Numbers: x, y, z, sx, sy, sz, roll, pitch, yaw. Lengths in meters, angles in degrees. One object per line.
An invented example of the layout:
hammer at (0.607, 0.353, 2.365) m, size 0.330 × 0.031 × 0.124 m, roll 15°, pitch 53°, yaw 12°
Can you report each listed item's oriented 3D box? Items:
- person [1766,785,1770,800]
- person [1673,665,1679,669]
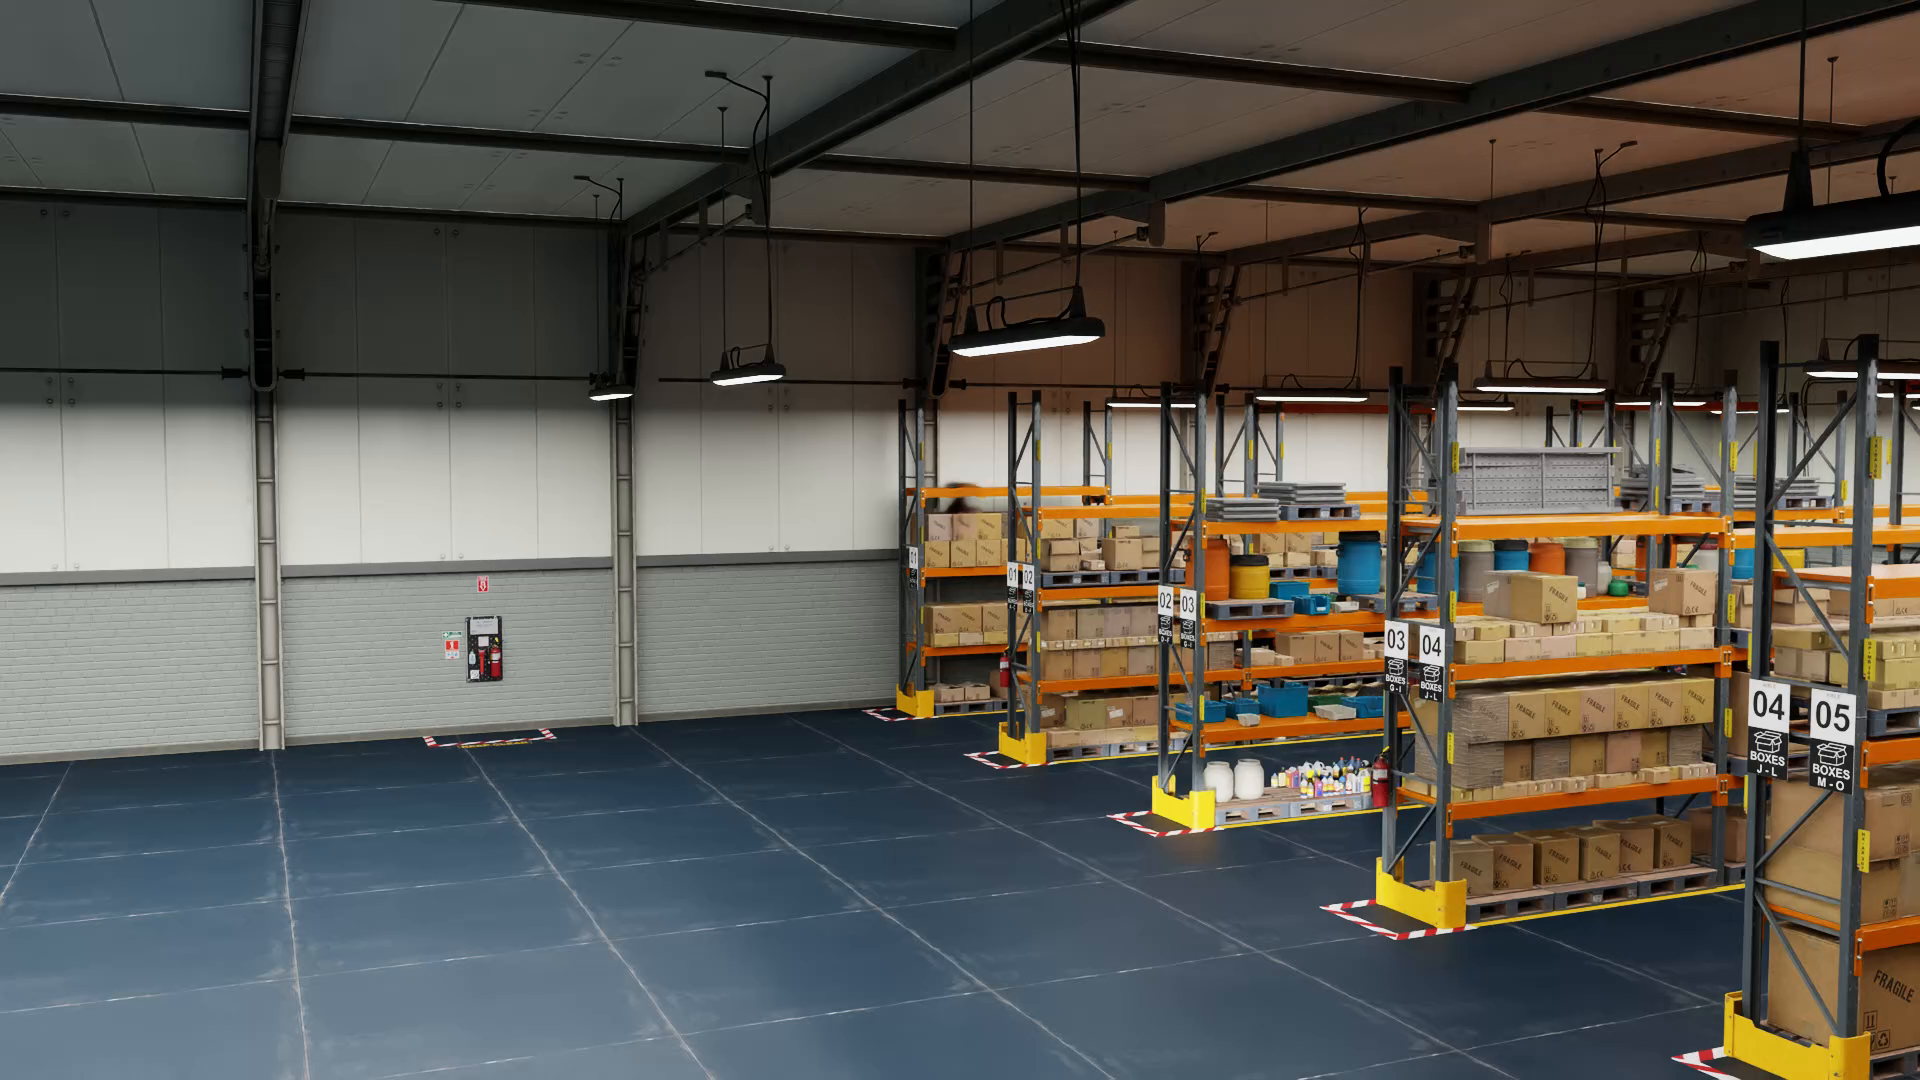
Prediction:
person at (11.216, 2.995, 23.298) m, size 0.437 × 1.604 × 0.326 m, roll -2°, pitch 4°, yaw -32°
person at (15.625, 2.257, 35.735) m, size 1.015 × 1.588 × 0.486 m, roll -3°, pitch 4°, yaw -42°
